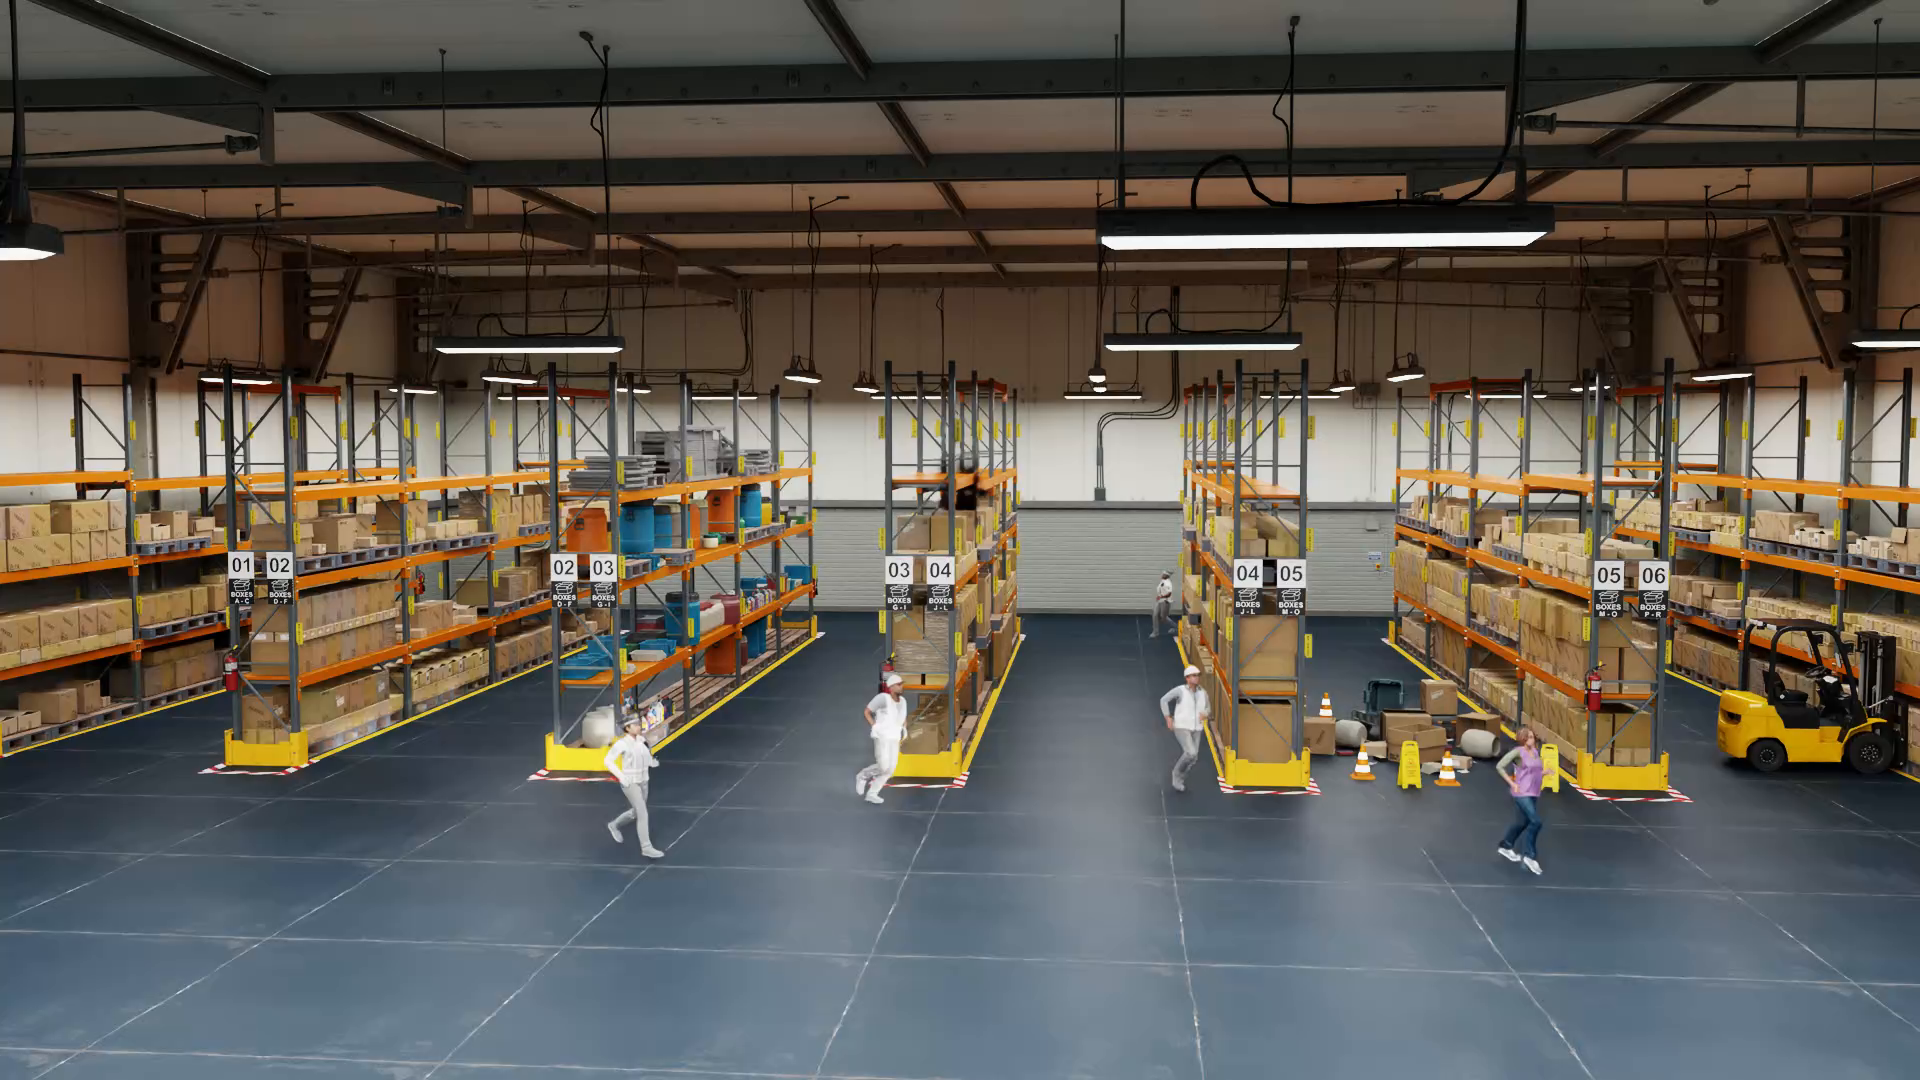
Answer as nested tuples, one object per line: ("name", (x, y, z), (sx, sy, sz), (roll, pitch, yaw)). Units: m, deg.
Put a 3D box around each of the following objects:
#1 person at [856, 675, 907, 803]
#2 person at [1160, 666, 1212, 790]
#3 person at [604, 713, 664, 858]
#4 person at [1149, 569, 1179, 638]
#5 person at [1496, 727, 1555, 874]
("person", (-1.002, 2.674, 22.545), (0.608, 1.688, 0.737), (4, 5, 44))
("person", (3.199, 2.621, 23.110), (0.654, 1.740, 0.609), (-2, 4, -28))
("person", (-3.833, 2.863, 19.589), (0.844, 1.670, 0.622), (2, 4, 28))
("person", (4.990, 1.531, 40.275), (0.784, 1.694, 0.598), (-1, 4, -21))
("person", (6.433, 3.000, 18.968), (0.479, 1.548, 0.681), (-3, 5, -41))
